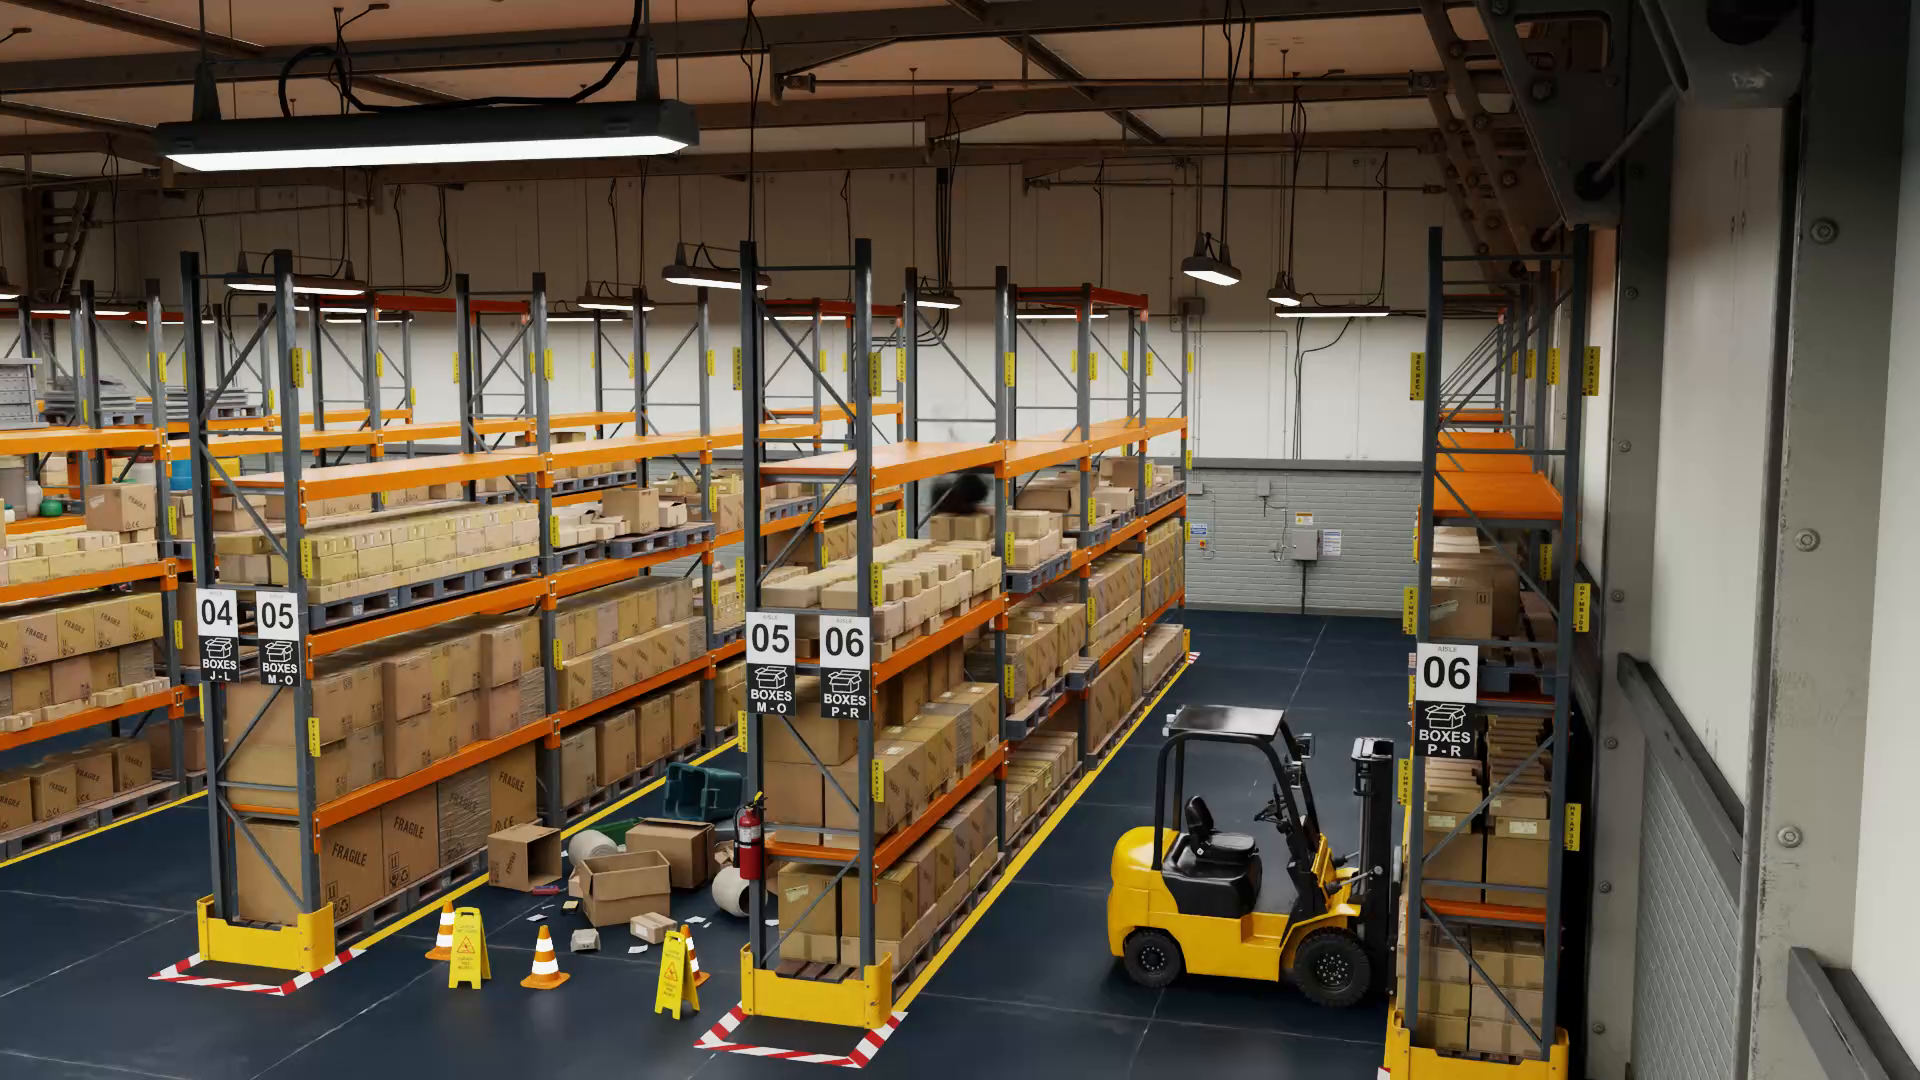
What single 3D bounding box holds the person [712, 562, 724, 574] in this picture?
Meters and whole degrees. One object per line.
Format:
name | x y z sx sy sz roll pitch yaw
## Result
person | -3.912 1.240 27.234 0.718 1.791 1.045 2 7 15
